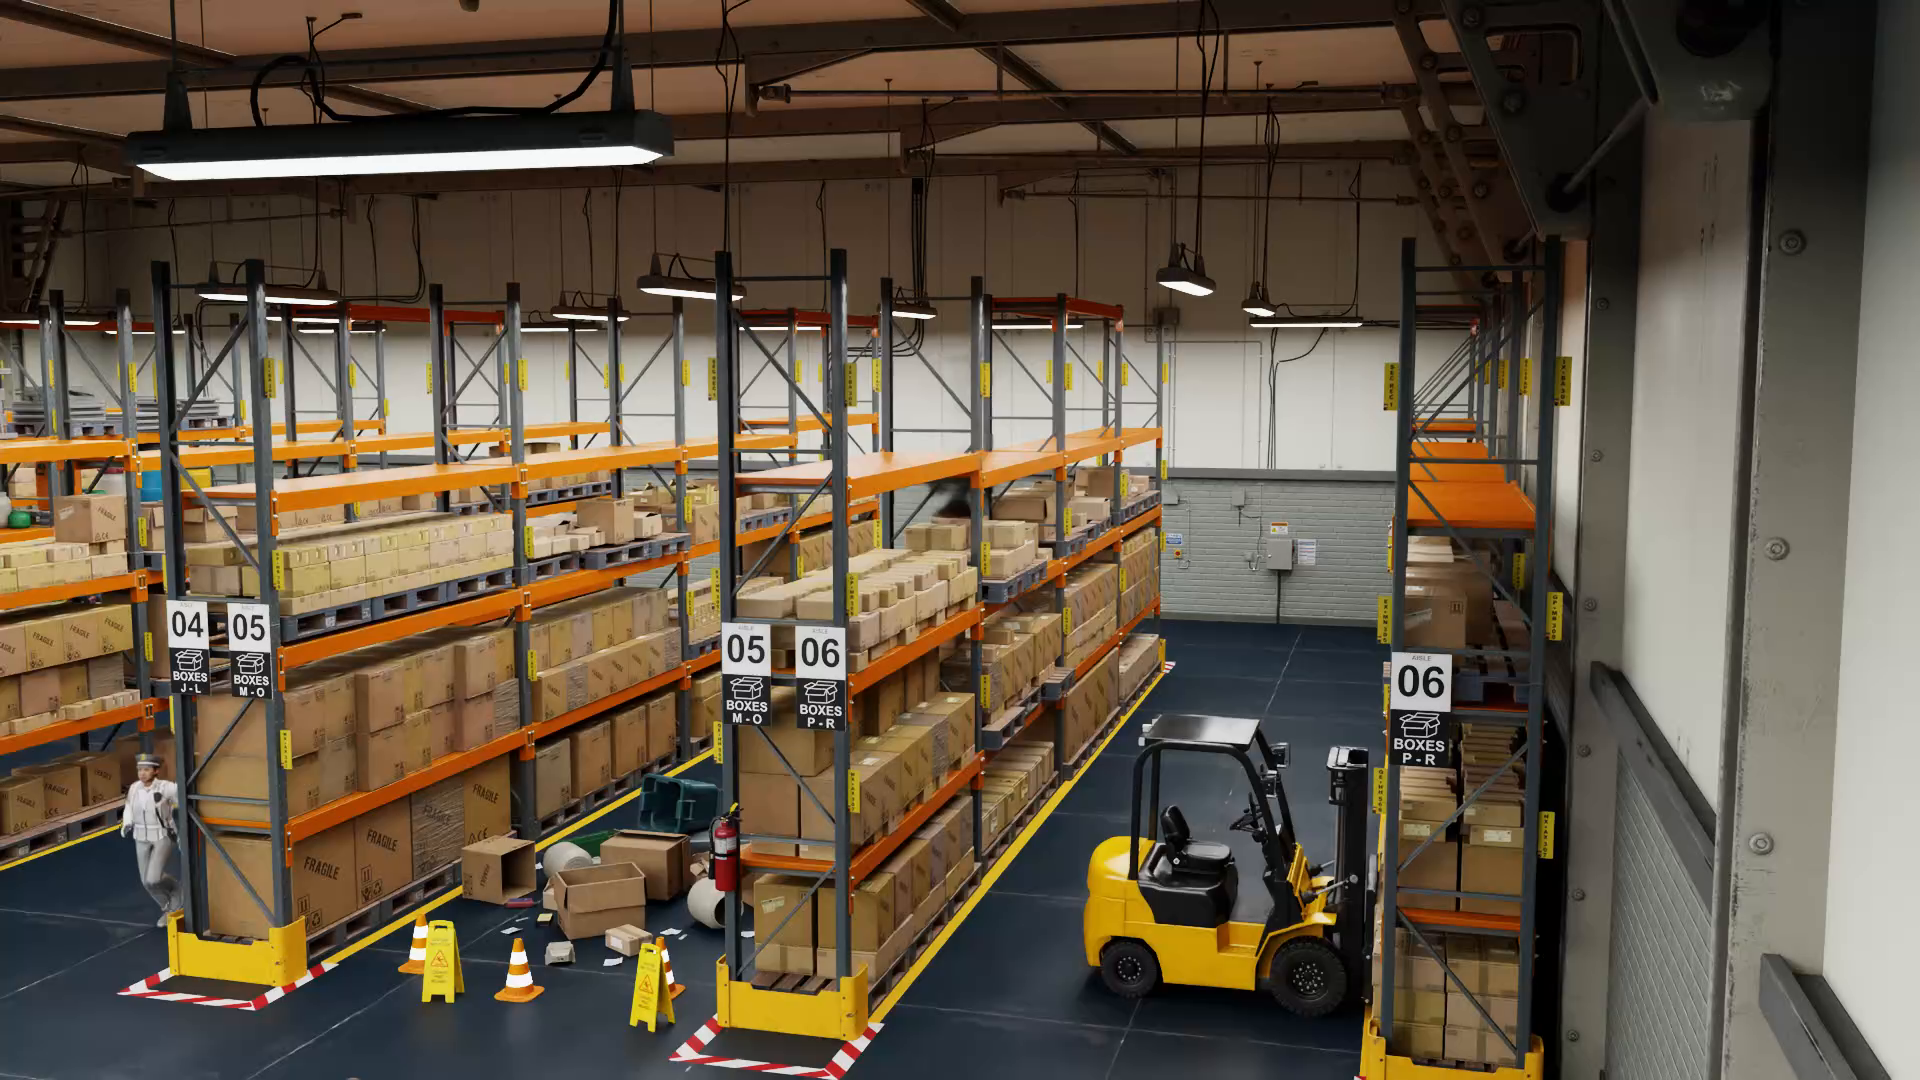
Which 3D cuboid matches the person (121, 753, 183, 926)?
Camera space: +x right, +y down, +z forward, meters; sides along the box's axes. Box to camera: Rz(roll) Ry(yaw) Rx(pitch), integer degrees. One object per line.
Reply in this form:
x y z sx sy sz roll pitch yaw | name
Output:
-7.389 2.747 15.218 0.608 1.638 0.561 1 6 7 | person
